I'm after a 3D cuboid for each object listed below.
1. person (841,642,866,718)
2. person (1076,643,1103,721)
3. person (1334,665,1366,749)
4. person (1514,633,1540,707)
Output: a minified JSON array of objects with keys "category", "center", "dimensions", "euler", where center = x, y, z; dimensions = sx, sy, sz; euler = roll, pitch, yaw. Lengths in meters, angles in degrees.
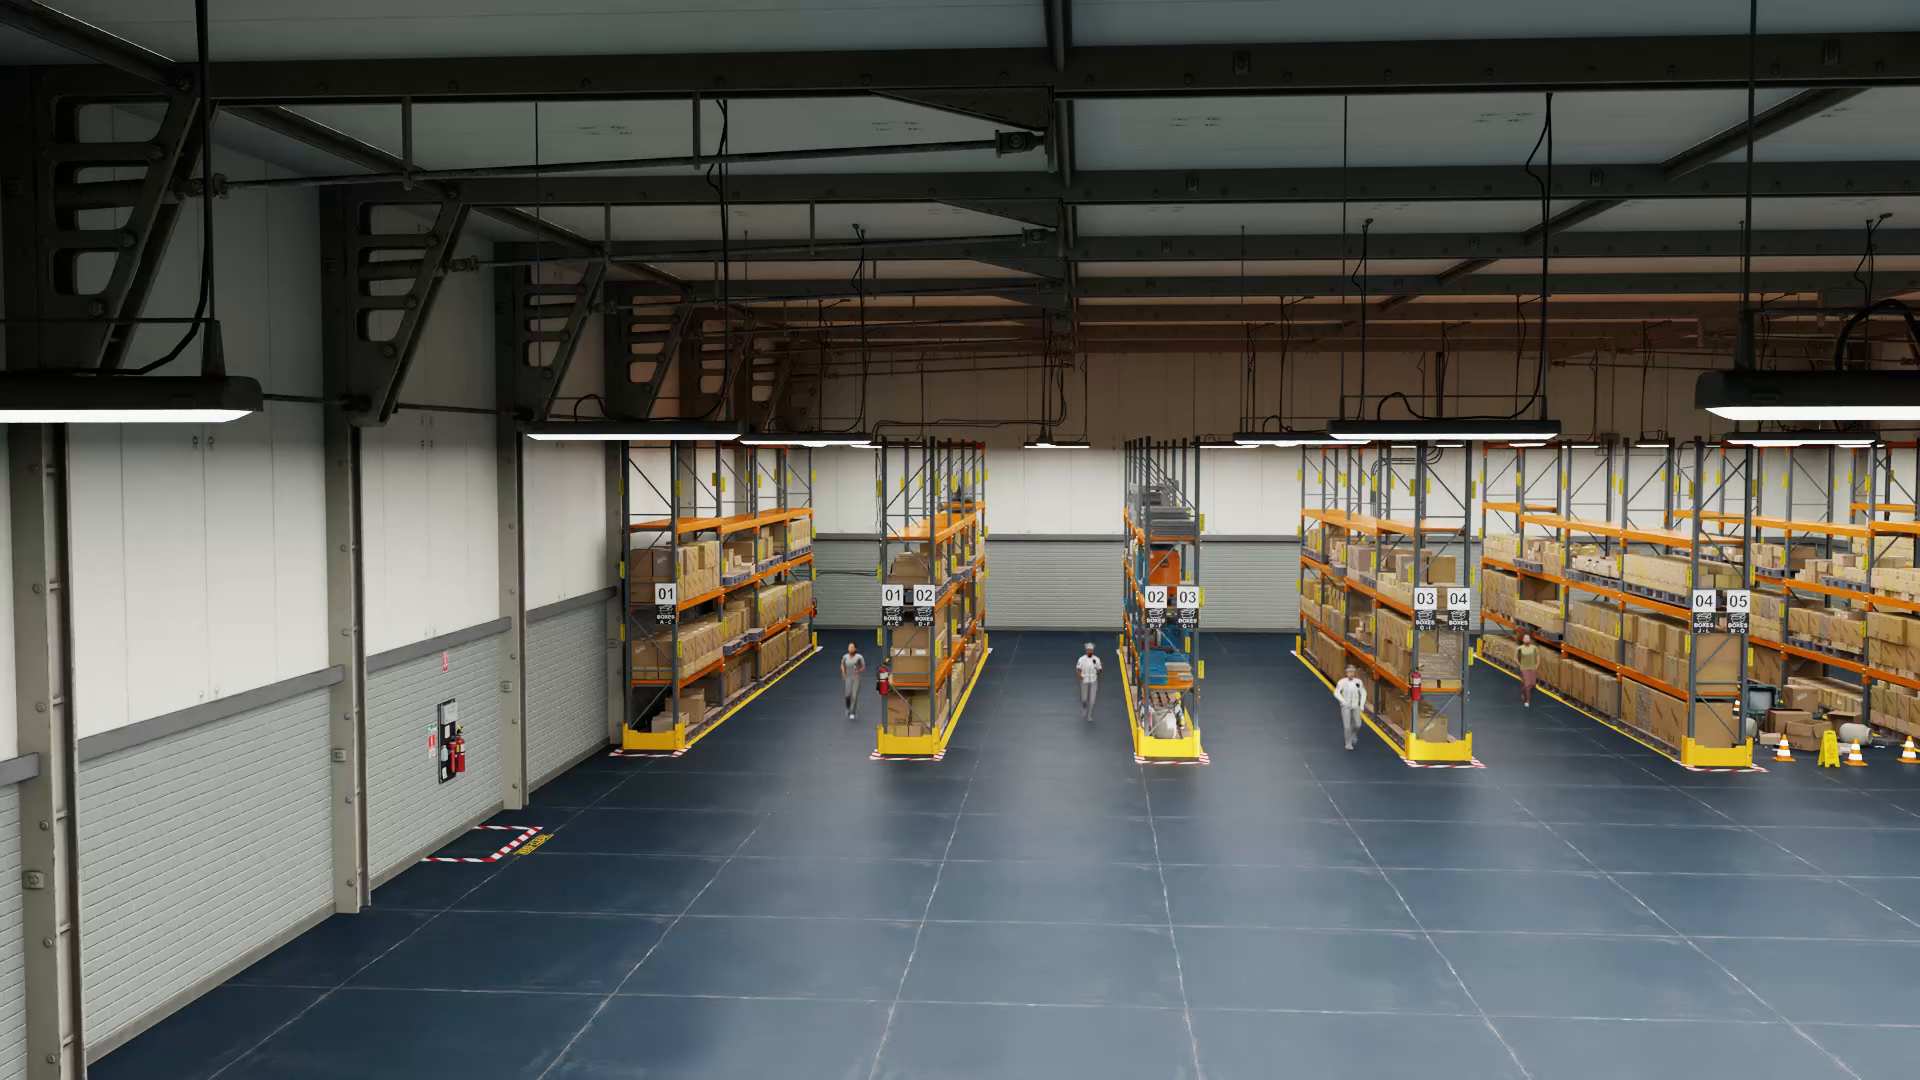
[{"category":"person","center":[-2.293,3.005,35.513],"dimensions":[0.551,1.634,0.558],"euler":[0,3,5]},{"category":"person","center":[2.748,3.008,35.263],"dimensions":[0.572,1.652,0.576],"euler":[0,3,3]},{"category":"person","center":[7.491,3.202,31.872],"dimensions":[0.635,1.639,0.550],"euler":[0,3,4]},{"category":"person","center":[12.747,2.919,37.381],"dimensions":[0.580,1.627,0.547],"euler":[0,3,7]}]
